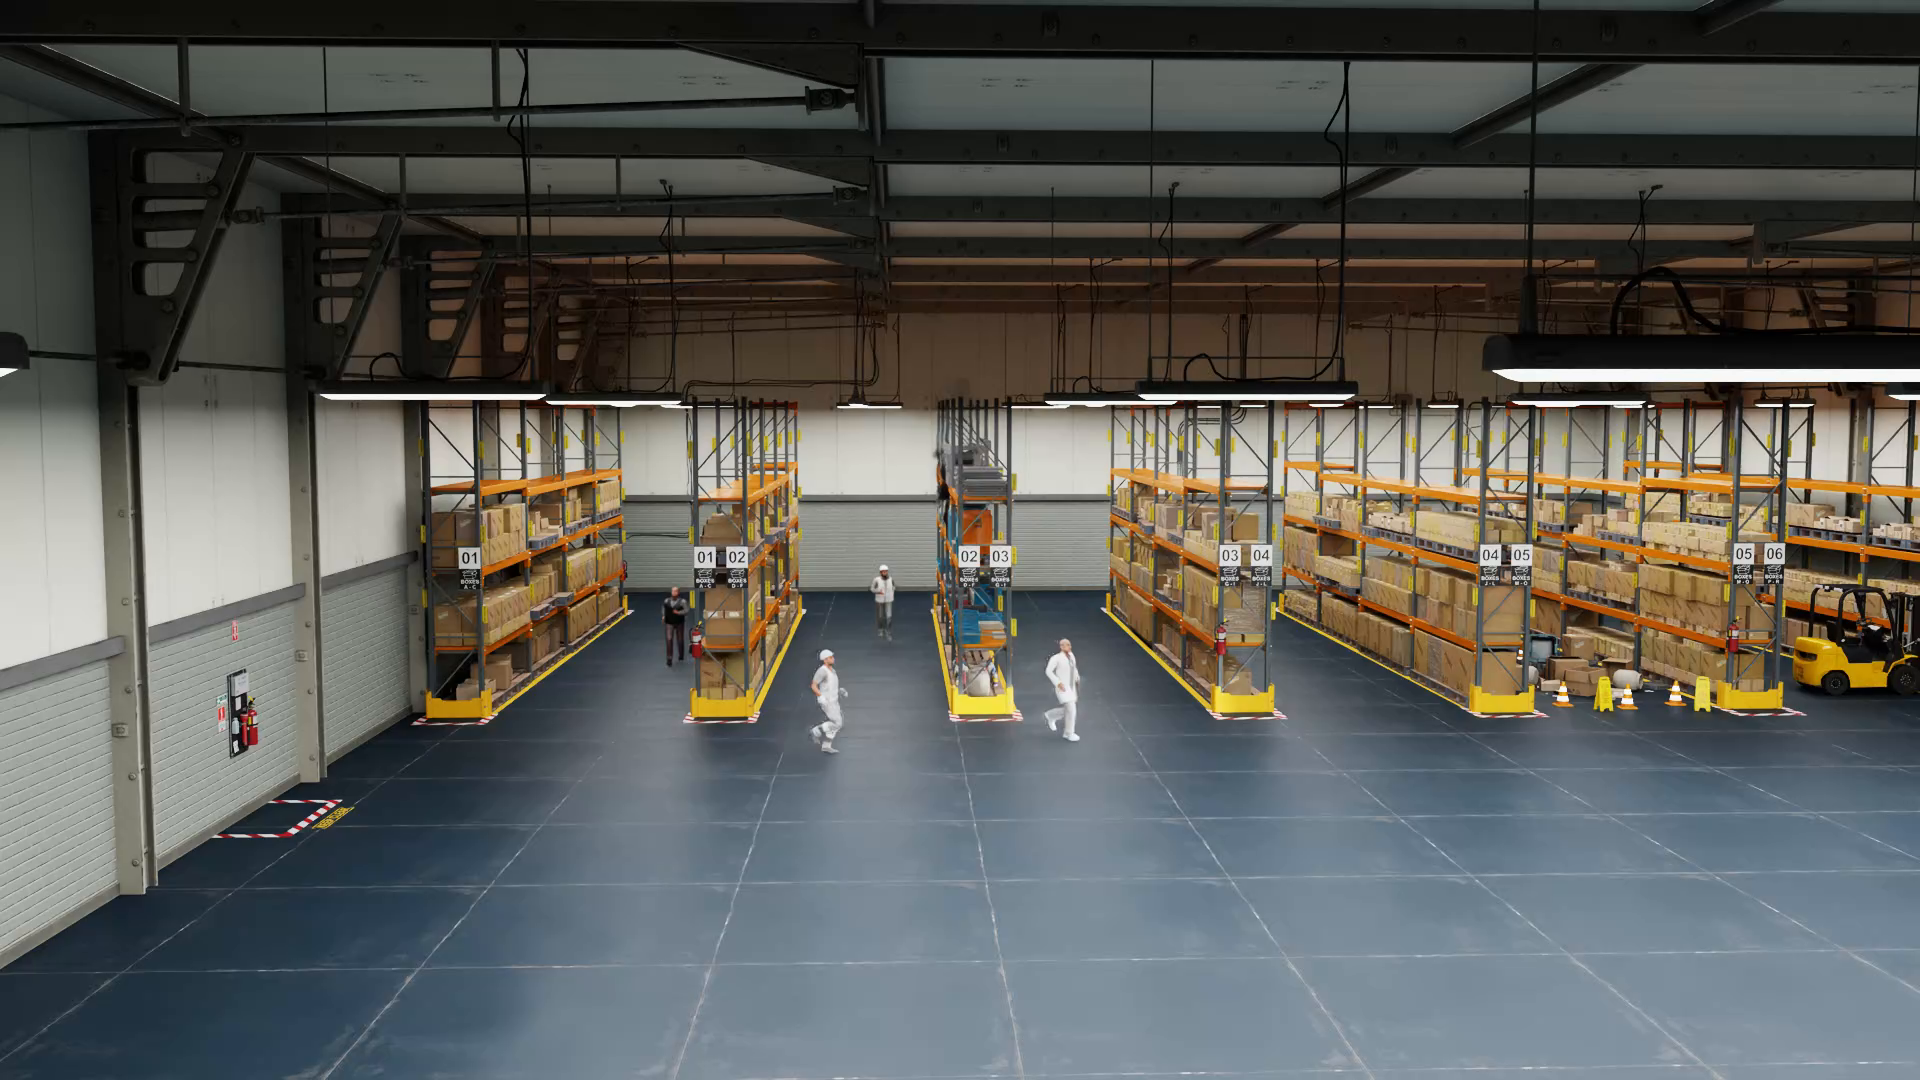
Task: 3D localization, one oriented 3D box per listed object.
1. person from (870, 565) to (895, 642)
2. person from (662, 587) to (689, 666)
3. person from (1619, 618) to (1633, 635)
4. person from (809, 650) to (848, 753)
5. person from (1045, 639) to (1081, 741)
[{"bbox_3d":[-1.846,1.505,40.037,0.642,1.827,0.790,-1,4,-9],"label":"person"},{"bbox_3d":[-6.447,1.930,37.627,0.645,1.734,0.904,0,4,-1],"label":"person"},{"bbox_3d":[16.362,1.720,40.865,0.632,1.732,0.788,-1,4,-8],"label":"person"},{"bbox_3d":[-2.205,2.706,27.883,0.597,1.740,0.657,1,5,15],"label":"person"},{"bbox_3d":[1.788,2.604,29.205,0.822,1.754,0.732,4,6,38],"label":"person"}]
